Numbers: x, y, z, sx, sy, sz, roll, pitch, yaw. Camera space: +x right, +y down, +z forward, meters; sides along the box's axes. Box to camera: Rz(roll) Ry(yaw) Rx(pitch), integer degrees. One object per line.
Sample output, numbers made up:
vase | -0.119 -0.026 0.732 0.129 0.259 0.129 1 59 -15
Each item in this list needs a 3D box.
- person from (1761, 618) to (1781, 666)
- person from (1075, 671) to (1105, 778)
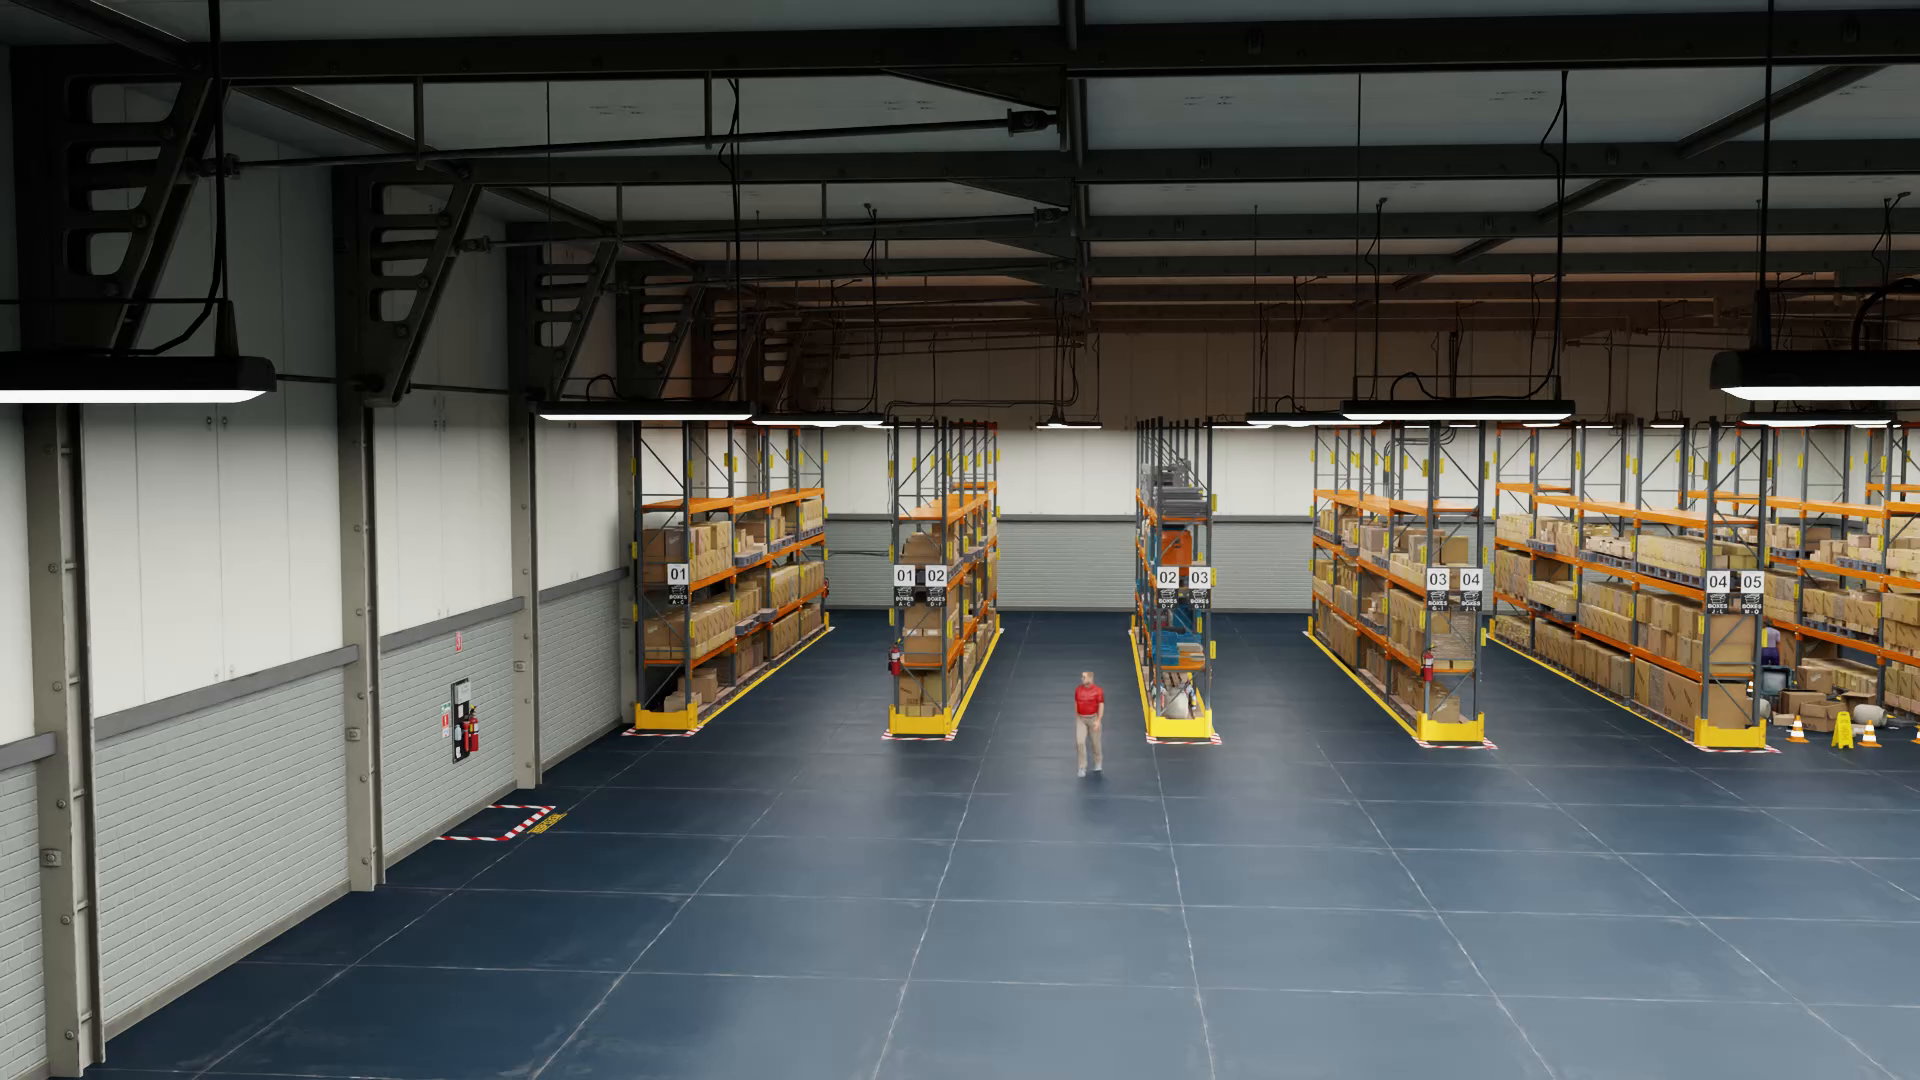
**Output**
person | 17.729 2.532 36.388 0.537 1.645 0.522 0 4 4
person | 2.145 3.072 27.822 0.564 1.776 0.760 2 4 24
